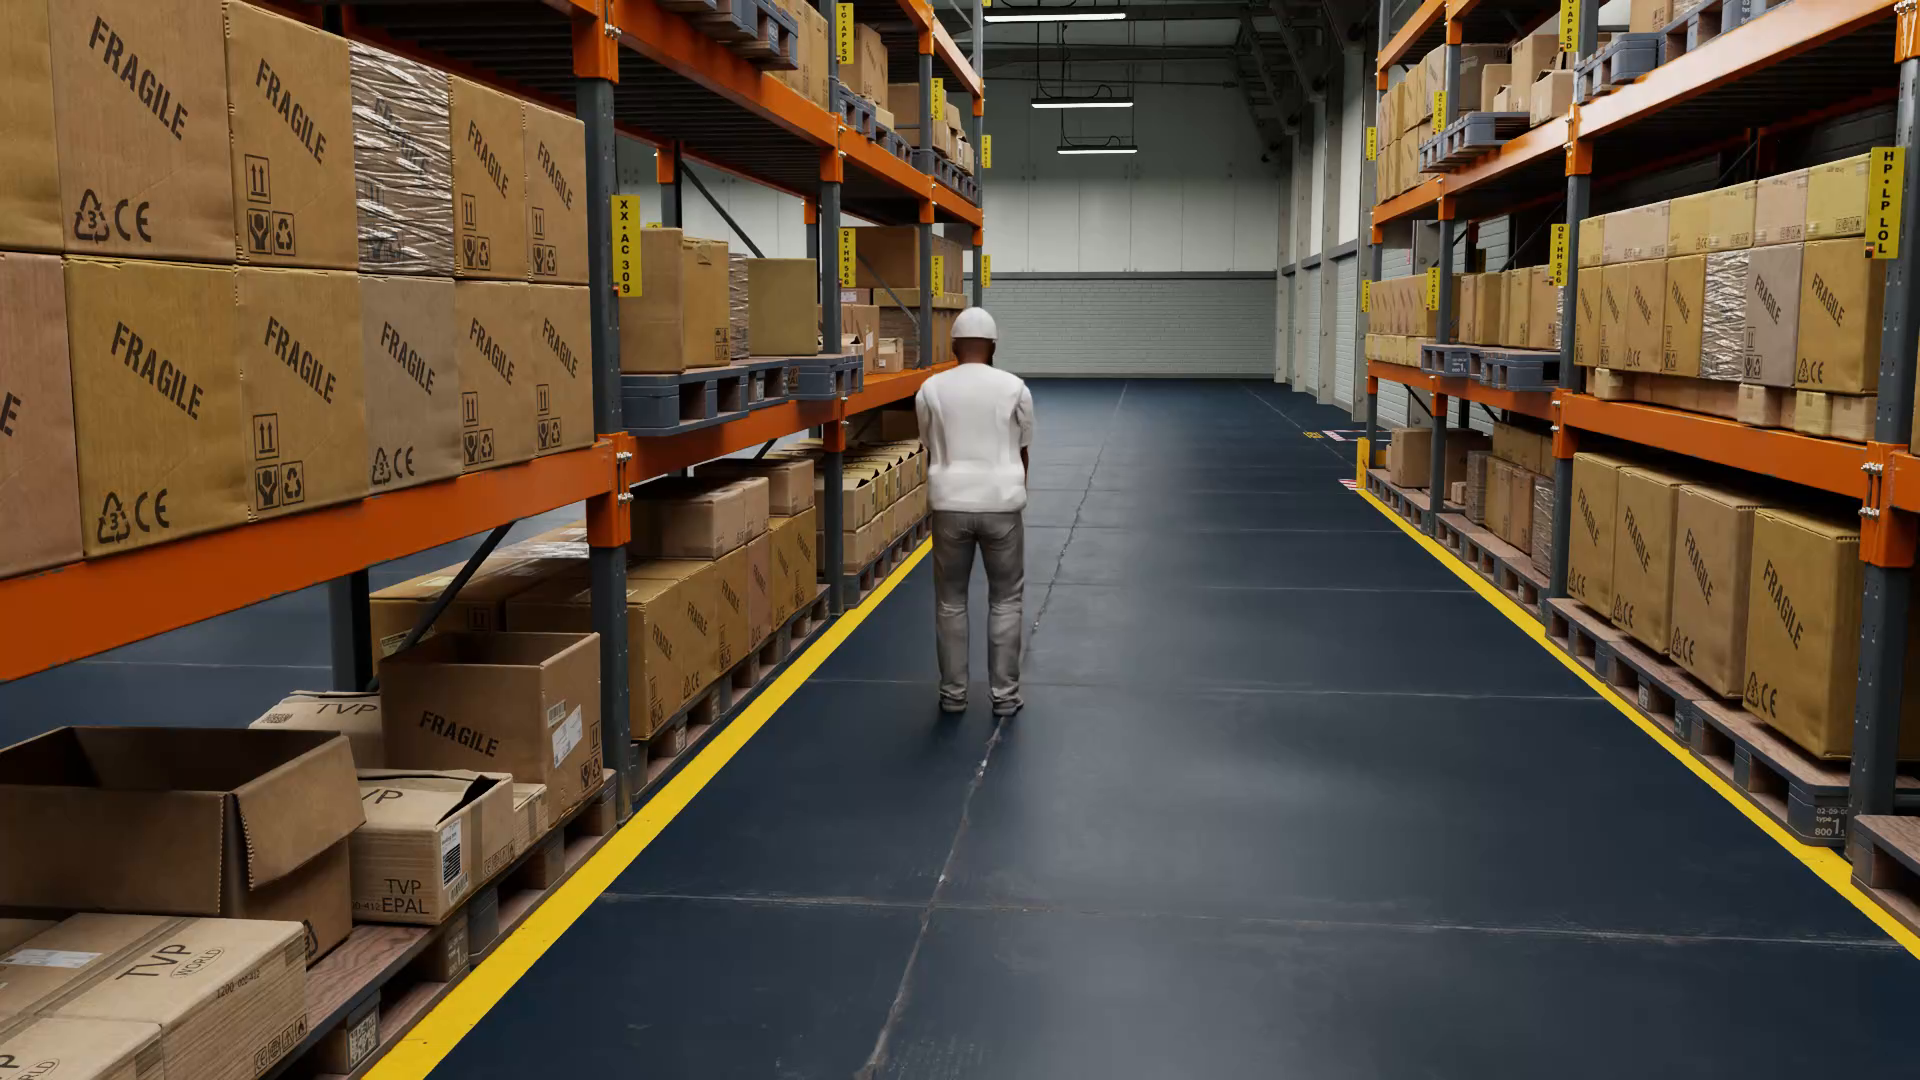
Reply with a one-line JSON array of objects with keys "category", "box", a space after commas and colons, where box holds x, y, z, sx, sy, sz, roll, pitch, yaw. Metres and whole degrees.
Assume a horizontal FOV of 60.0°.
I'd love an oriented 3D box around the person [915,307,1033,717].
[{"category": "person", "box": [0.066, -0.134, 7.268, 0.505, 1.750, 0.582, 1, 8, 4]}]
